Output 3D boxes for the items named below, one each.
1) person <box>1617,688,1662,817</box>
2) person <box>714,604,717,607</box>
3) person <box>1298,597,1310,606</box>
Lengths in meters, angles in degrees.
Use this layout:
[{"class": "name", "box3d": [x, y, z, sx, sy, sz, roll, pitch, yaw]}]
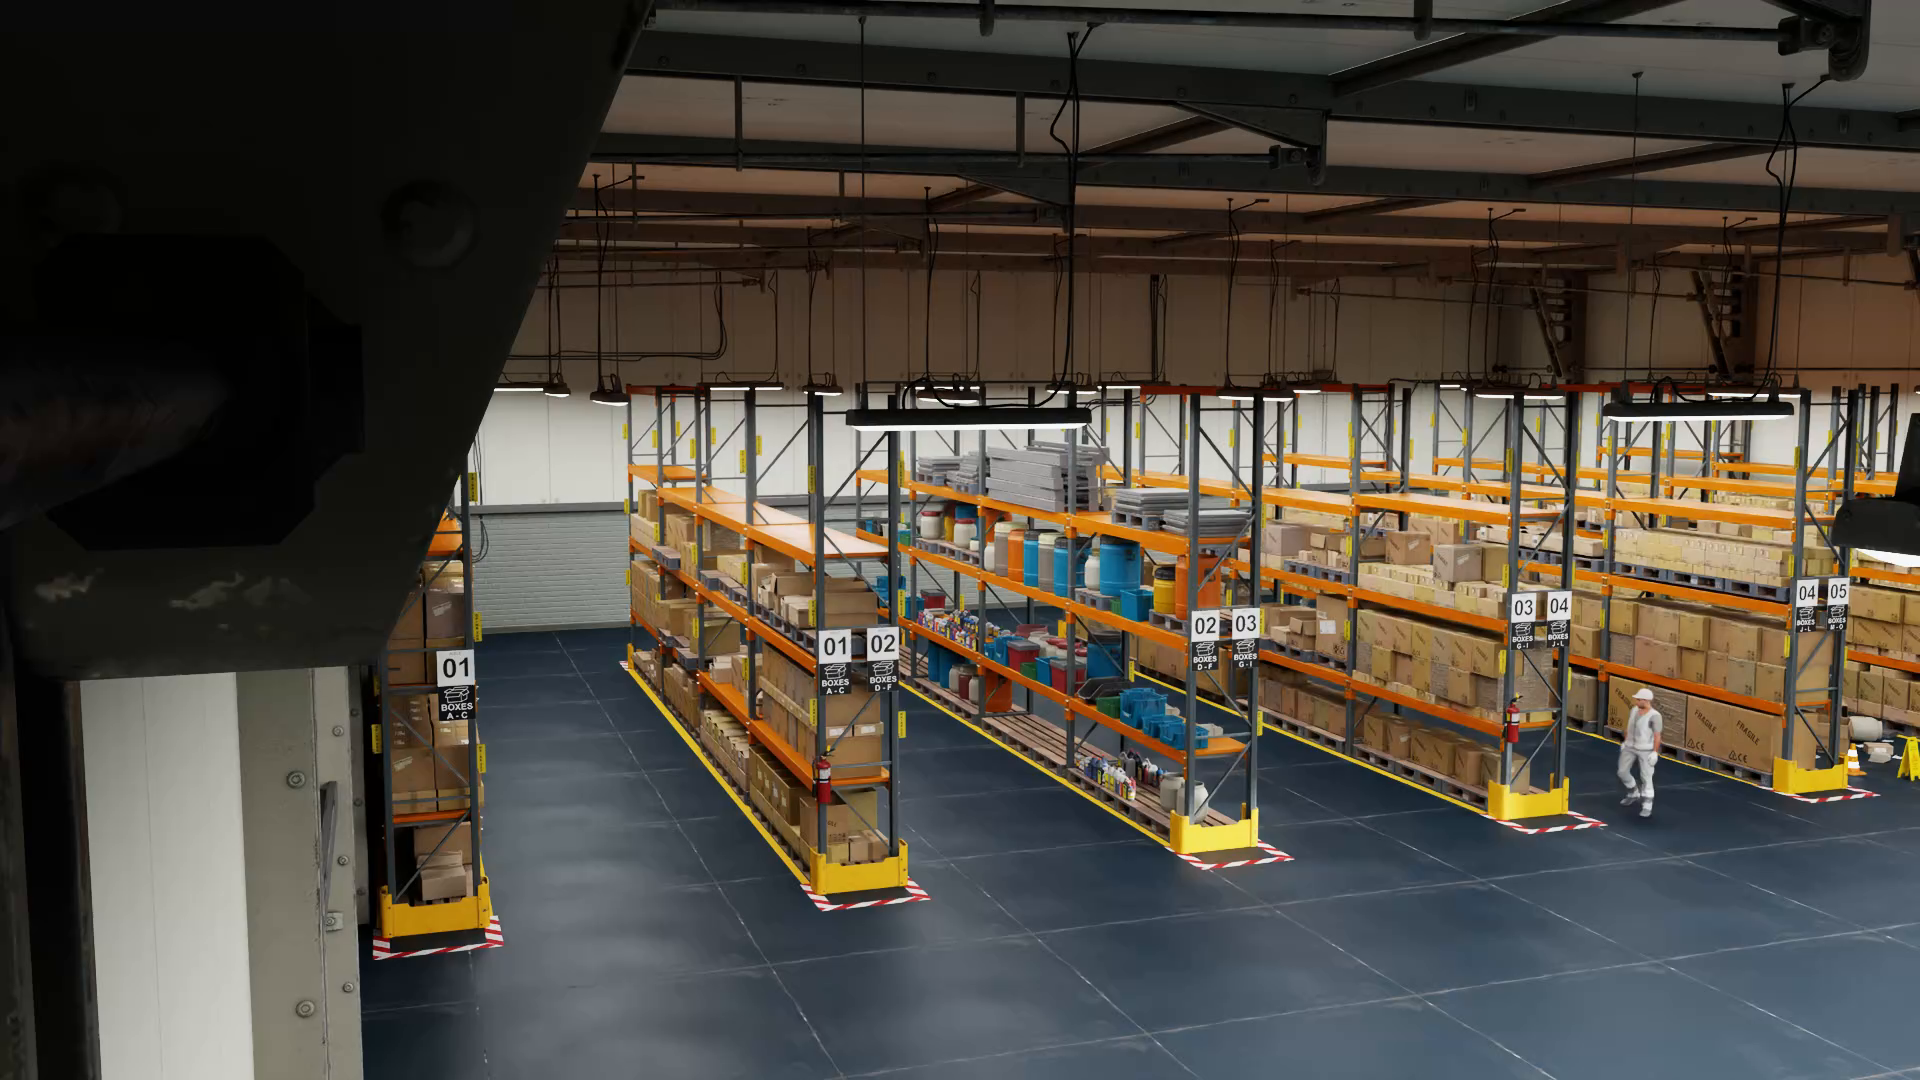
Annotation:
[{"class": "person", "box3d": [9.666, 2.990, 23.659, 0.528, 1.789, 0.620, -5, 7, -37]}, {"class": "person", "box3d": [-5.635, 1.726, 36.871, 0.481, 1.621, 0.978, -3, 7, -25]}, {"class": "person", "box3d": [8.728, 1.172, 41.364, 1.113, 1.719, 0.690, -1, 6, -5]}]
